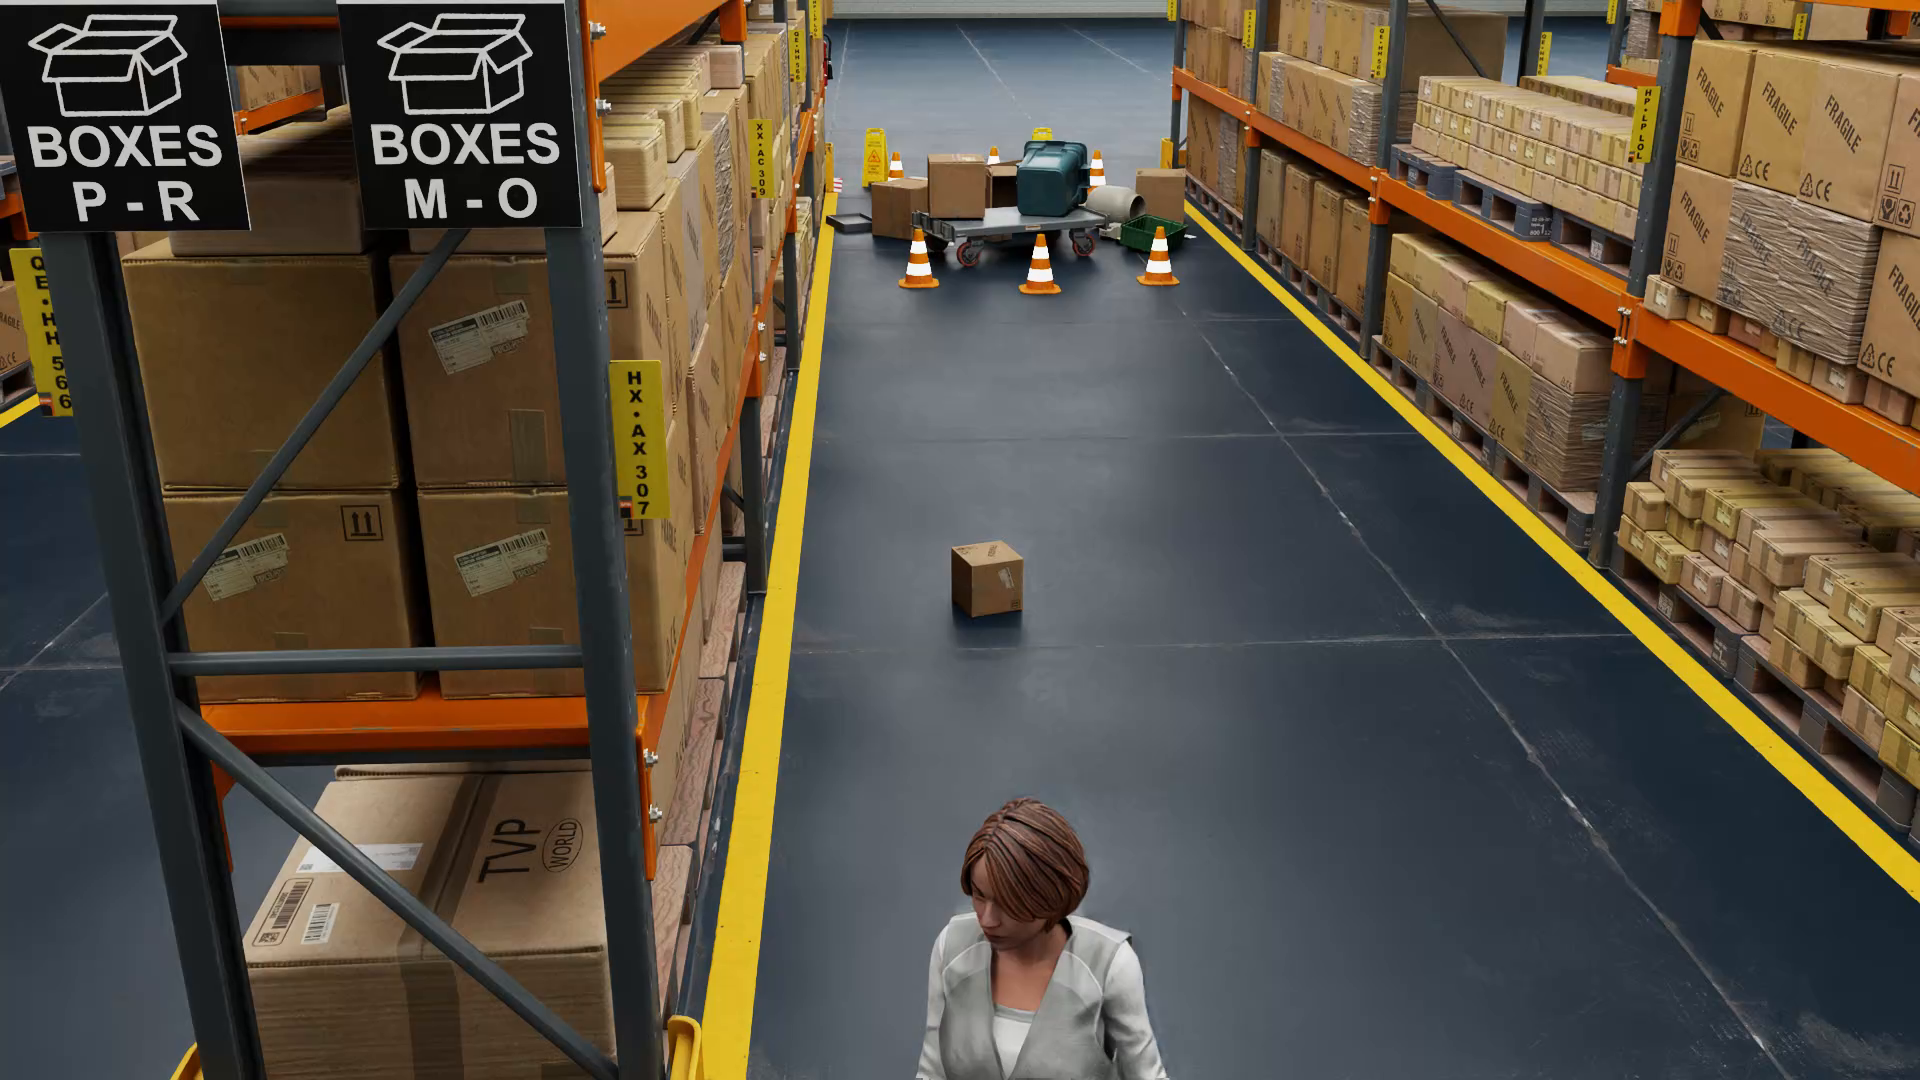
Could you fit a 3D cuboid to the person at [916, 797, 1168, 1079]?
[{"bbox_3d":[0.145,1.211,2.902,0.483,1.626,0.519,8,22,21],"label":"person"}]
